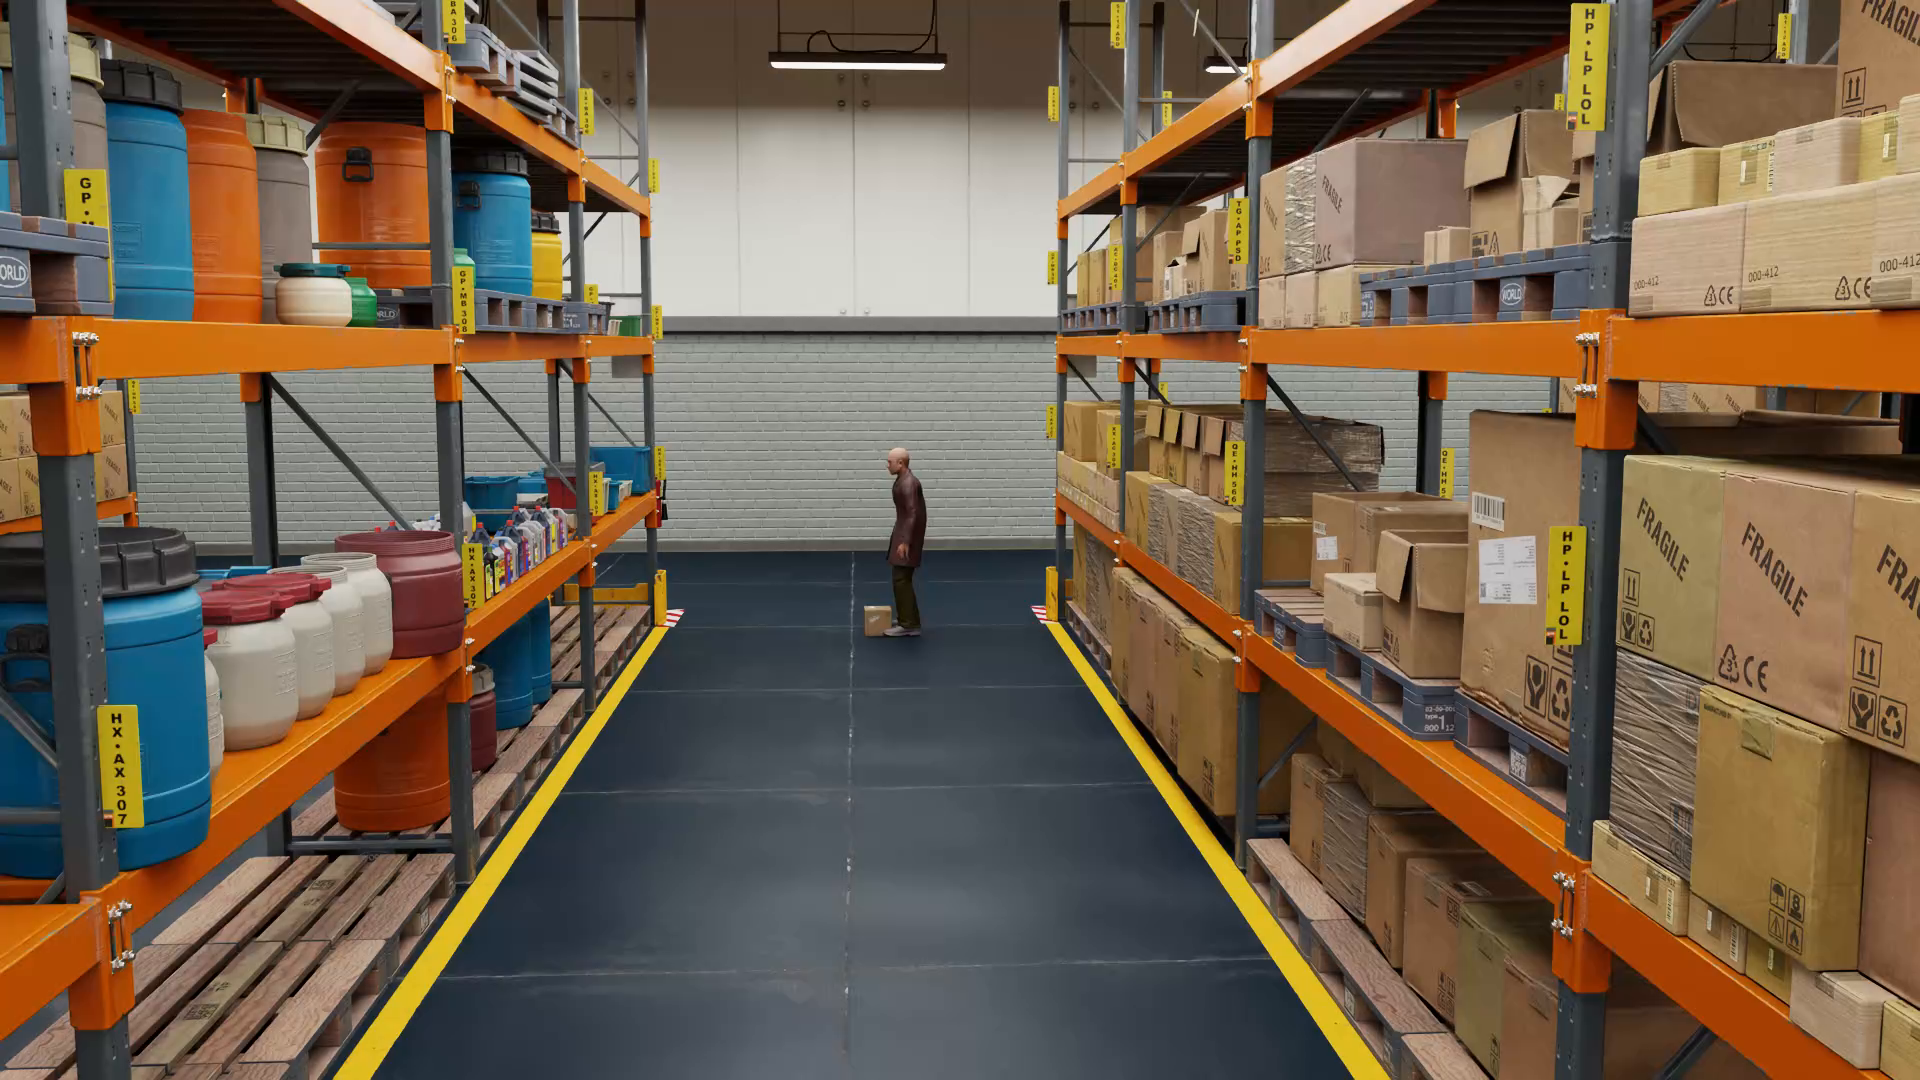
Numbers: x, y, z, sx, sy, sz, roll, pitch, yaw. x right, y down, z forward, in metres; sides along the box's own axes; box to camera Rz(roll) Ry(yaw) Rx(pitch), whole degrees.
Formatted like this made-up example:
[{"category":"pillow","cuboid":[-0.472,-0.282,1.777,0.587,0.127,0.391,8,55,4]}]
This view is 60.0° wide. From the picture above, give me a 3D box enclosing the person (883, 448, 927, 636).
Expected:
[{"category":"person","cuboid":[-0.531,0.011,15.709,0.429,1.772,0.648,-1,7,-7]}]
